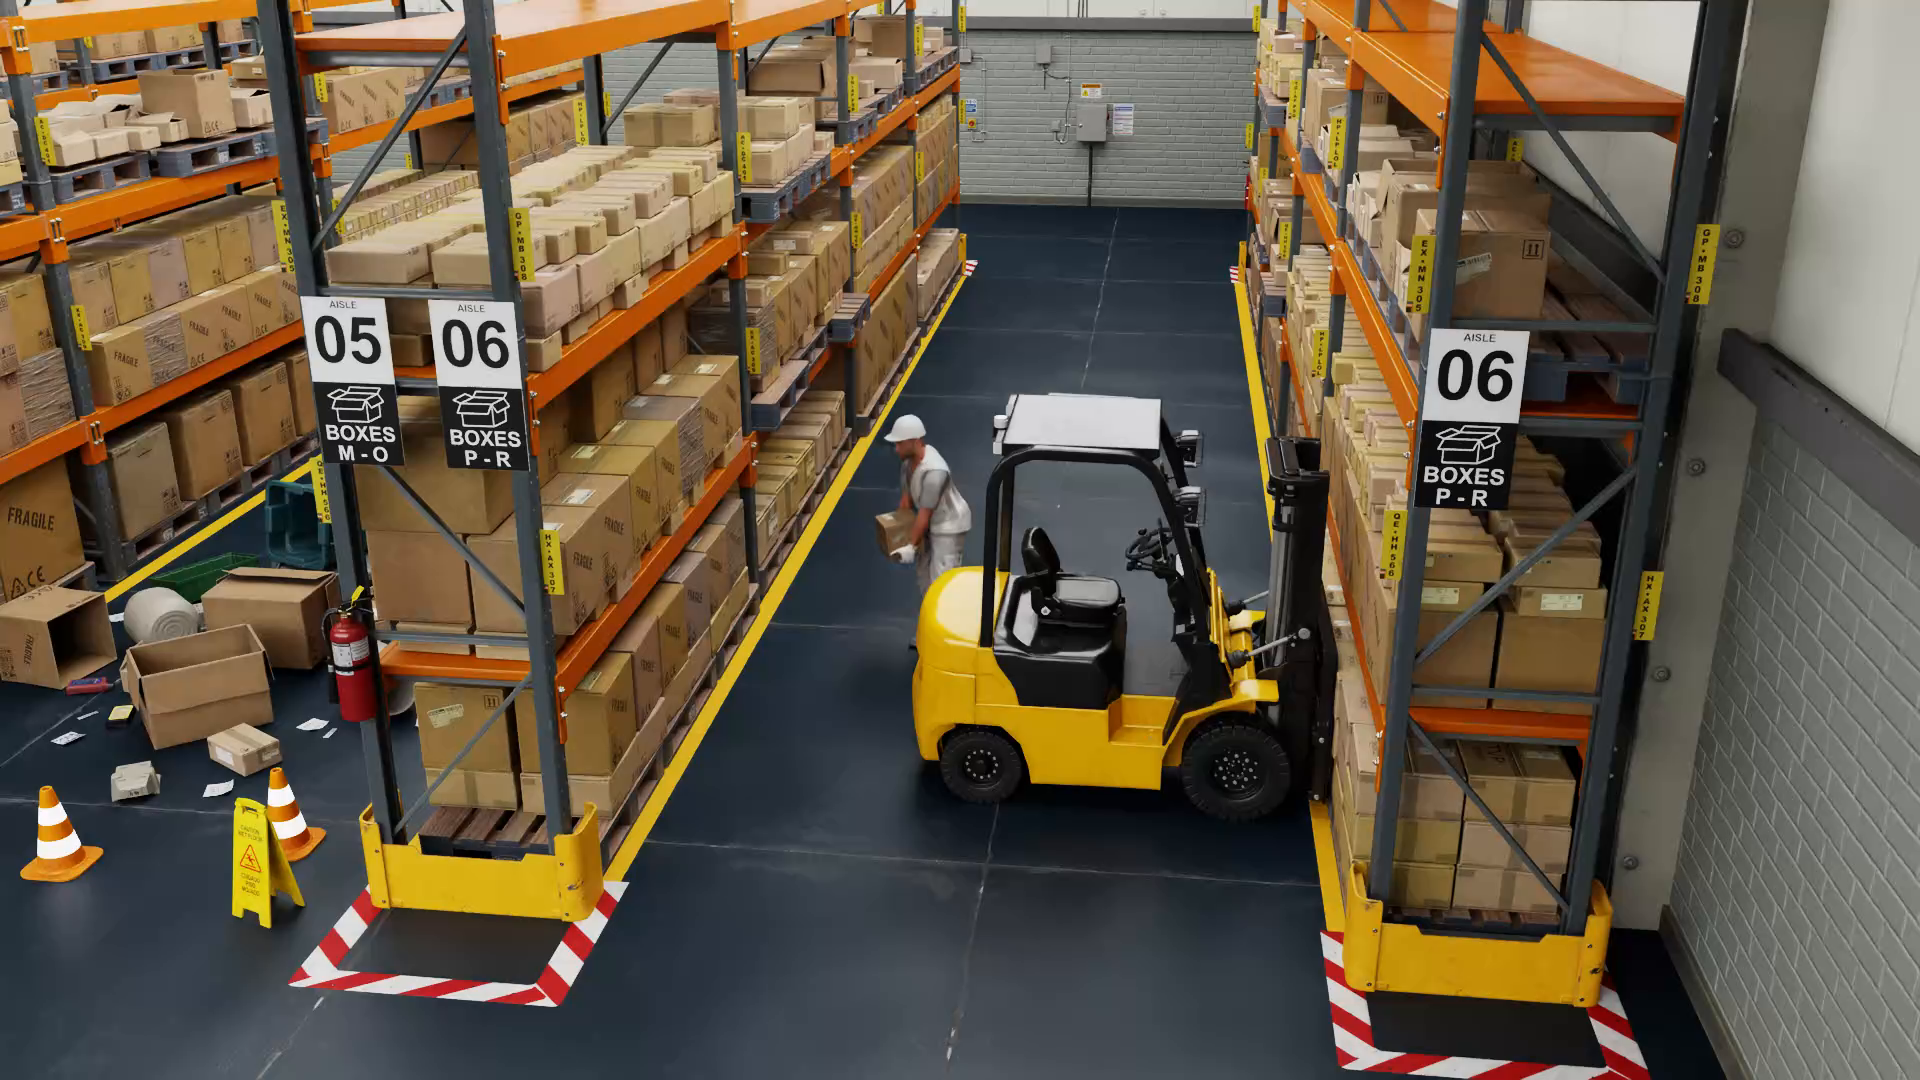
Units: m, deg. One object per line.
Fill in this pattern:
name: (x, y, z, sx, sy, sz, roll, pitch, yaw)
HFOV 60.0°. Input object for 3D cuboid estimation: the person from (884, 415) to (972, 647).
person: (-0.229, -0.024, 11.195, 0.609, 1.726, 0.490, -9, 23, -22)
